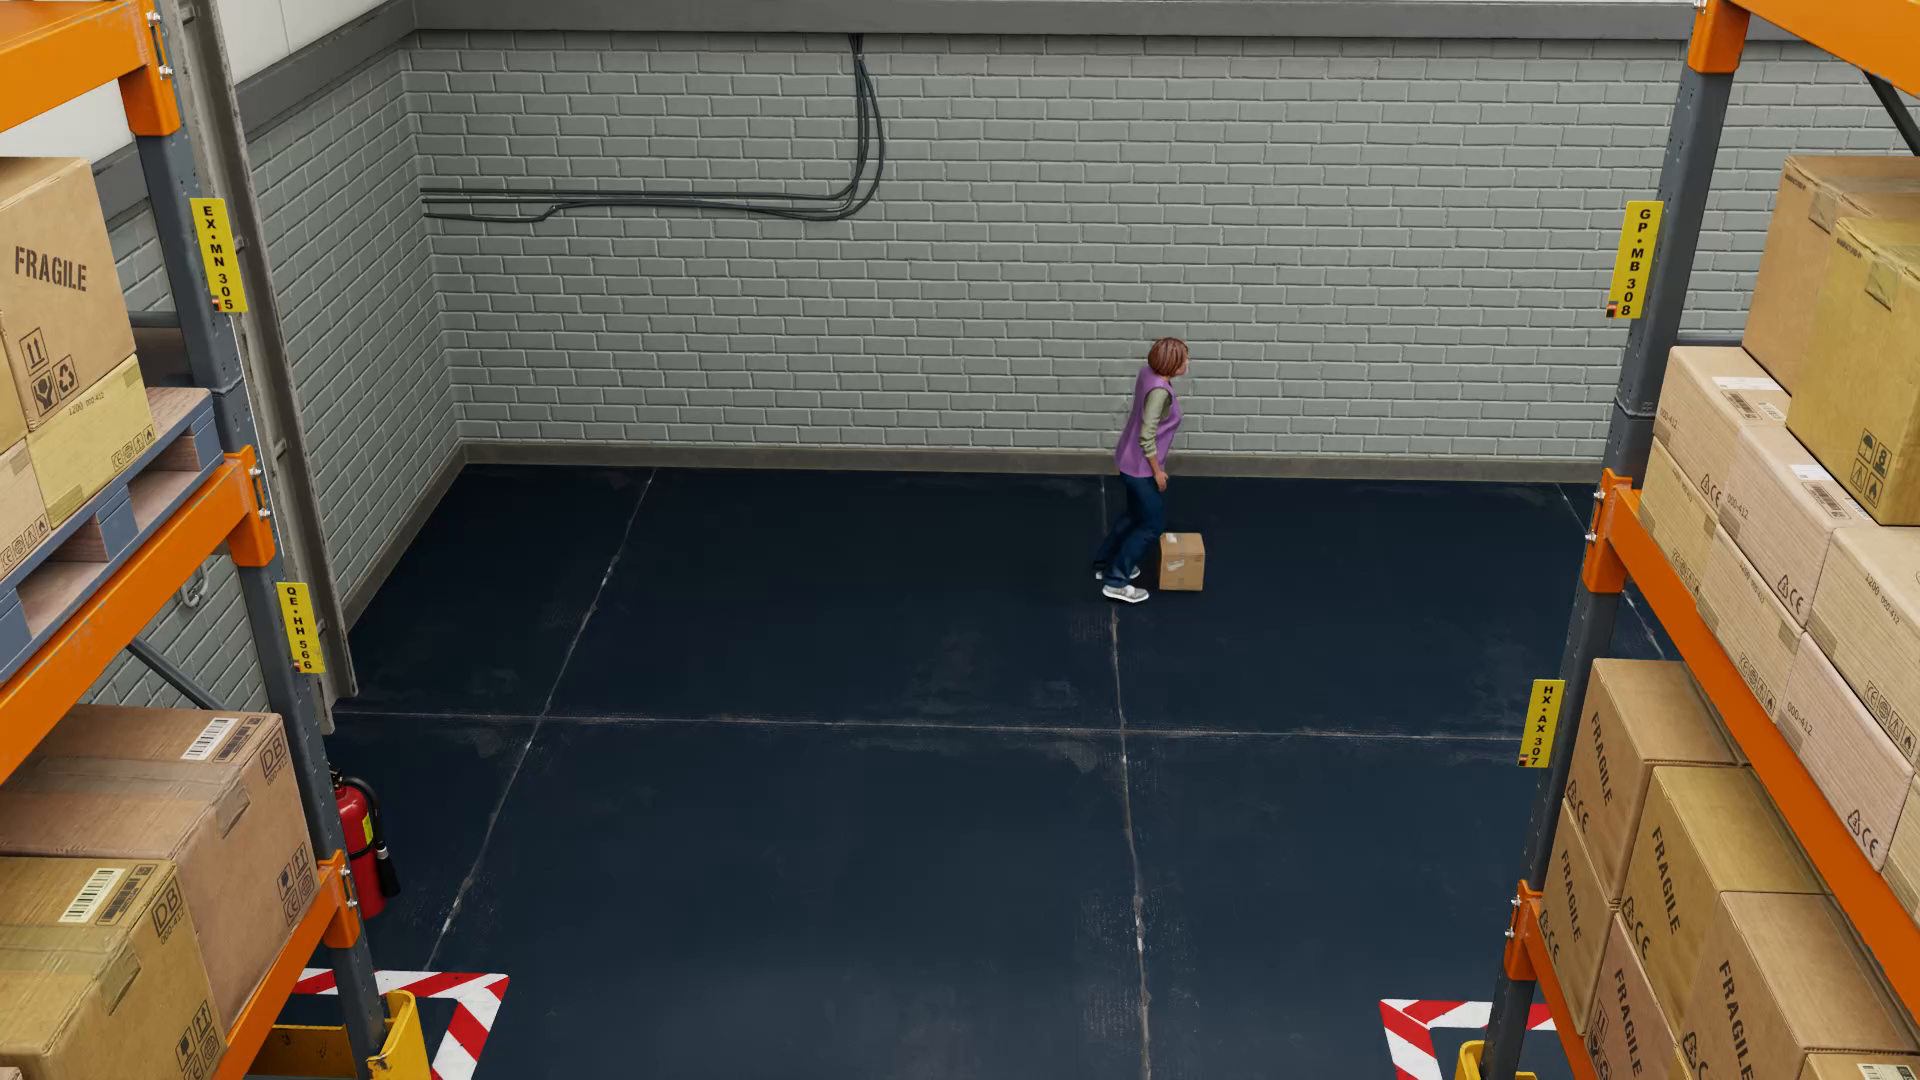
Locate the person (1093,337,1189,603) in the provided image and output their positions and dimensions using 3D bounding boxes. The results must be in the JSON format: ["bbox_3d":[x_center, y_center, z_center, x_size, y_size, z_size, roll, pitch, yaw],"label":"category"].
[{"bbox_3d":[1.024,-0.417,9.439,0.480,1.555,0.560,0,28,0],"label":"person"}]
